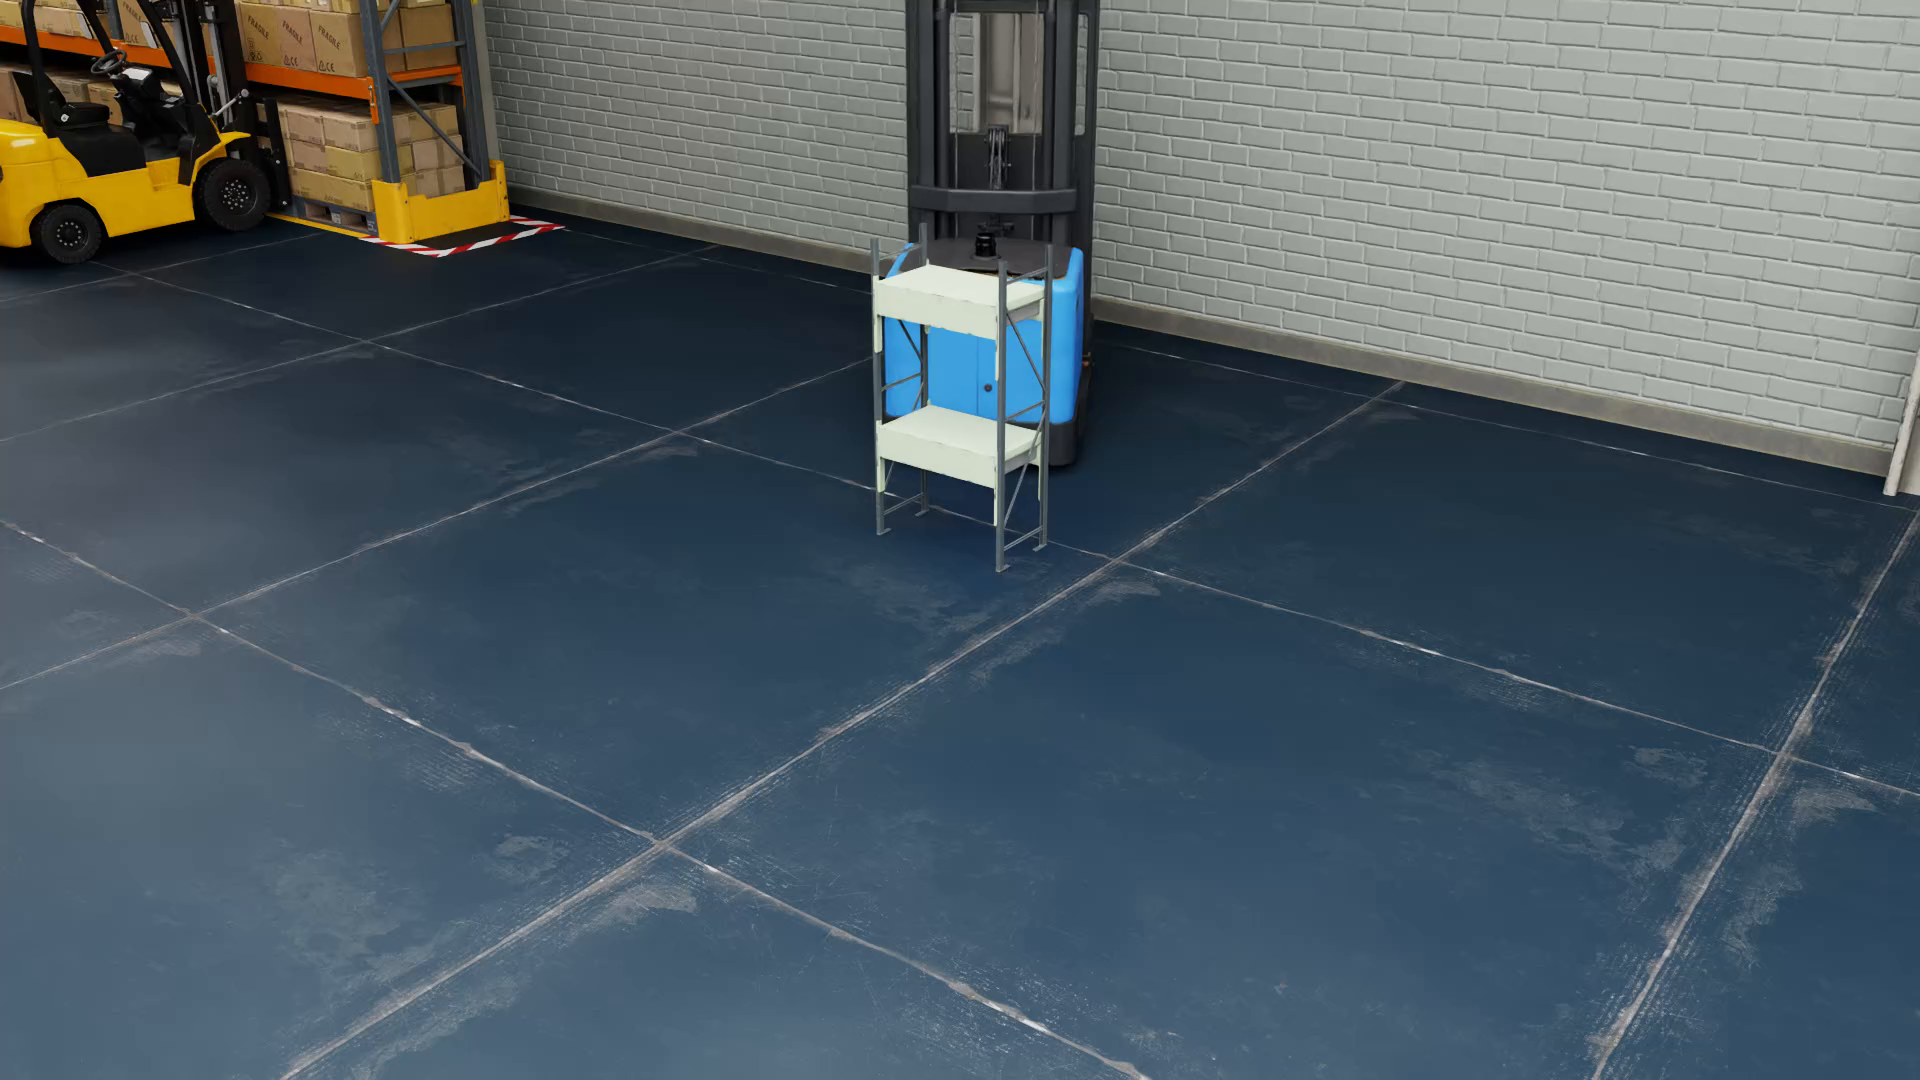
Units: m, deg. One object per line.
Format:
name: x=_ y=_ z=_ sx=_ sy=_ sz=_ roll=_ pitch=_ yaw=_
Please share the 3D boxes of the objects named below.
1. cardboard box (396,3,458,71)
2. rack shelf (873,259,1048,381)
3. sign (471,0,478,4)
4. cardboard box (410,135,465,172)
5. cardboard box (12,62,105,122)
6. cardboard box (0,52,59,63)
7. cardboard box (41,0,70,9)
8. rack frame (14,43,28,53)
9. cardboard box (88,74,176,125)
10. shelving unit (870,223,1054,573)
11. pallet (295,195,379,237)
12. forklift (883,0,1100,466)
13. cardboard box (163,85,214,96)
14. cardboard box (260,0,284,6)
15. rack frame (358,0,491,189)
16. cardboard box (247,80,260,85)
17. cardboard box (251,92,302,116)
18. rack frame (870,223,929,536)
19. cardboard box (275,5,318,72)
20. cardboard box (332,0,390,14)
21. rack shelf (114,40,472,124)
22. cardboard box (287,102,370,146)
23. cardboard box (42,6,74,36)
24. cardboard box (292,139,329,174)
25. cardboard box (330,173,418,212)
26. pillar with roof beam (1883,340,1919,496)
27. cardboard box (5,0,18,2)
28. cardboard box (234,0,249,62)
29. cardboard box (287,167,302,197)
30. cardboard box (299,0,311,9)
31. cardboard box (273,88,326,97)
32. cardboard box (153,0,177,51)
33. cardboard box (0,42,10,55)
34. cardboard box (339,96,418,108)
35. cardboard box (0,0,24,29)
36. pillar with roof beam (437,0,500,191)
cardboard box: x=-4.679 y=-4.317 z=14.204 sx=0.500 sy=0.500 sz=0.500 roll=18 pitch=29 yaw=35
rack shelf: x=0.005 y=-1.042 z=7.787 sx=0.720 sy=0.370 sz=0.431 roll=17 pitch=29 yaw=33
sign: x=-4.111 y=-4.672 z=13.962 sx=0.005 sy=0.325 sz=0.100 roll=17 pitch=29 yaw=33
cardboard box: x=-4.700 y=-3.405 z=14.528 sx=0.500 sy=0.250 sz=0.500 roll=17 pitch=29 yaw=34
cardboard box: x=-9.293 y=-4.629 z=17.459 sx=0.625 sy=0.625 sz=0.875 roll=15 pitch=28 yaw=31
cardboard box: x=-10.359 y=-4.947 z=18.181 sx=0.625 sy=0.625 sz=0.875 roll=18 pitch=29 yaw=35
cardboard box: x=-8.612 y=-5.348 z=16.233 sx=0.500 sy=0.250 sz=0.500 roll=16 pitch=28 yaw=32
rack frame: x=-10.850 y=-5.997 z=18.140 sx=0.127 sy=3.000 sz=1.000 roll=17 pitch=29 yaw=33
cardboard box: x=-8.074 y=-4.257 z=16.617 sx=0.625 sy=0.625 sz=0.875 roll=18 pitch=30 yaw=36
shelving unit: x=0.005 y=-0.685 z=7.944 sx=0.755 sy=1.500 sz=0.431 roll=17 pitch=29 yaw=33
pallet: x=-5.086 y=-2.957 z=14.700 sx=1.213 sy=0.211 sz=1.003 roll=17 pitch=29 yaw=33
forklift: x=0.266 y=-2.302 z=9.839 sx=1.130 sy=2.935 sz=3.031 roll=3 pitch=24 yaw=6
cardboard box: x=-7.047 y=-4.076 z=15.429 sx=0.500 sy=0.250 sz=0.500 roll=17 pitch=29 yaw=33
cardboard box: x=-5.721 y=-4.646 z=14.145 sx=0.250 sy=0.149 sz=0.380 roll=16 pitch=28 yaw=32
rack frame: x=-4.449 y=-4.062 z=13.749 sx=0.127 sy=3.000 sz=1.000 roll=17 pitch=29 yaw=33
cardboard box: x=-6.725 y=-4.246 z=15.817 sx=0.500 sy=0.250 sz=0.500 roll=16 pitch=29 yaw=33
cardboard box: x=-6.227 y=-3.830 z=14.871 sx=0.500 sy=0.250 sz=0.500 roll=16 pitch=28 yaw=32
rack frame: x=-0.288 y=-0.773 z=8.145 sx=0.023 sy=1.500 sz=0.400 roll=17 pitch=29 yaw=33
cardboard box: x=-5.410 y=-4.271 z=14.098 sx=0.500 sy=0.500 sz=0.500 roll=18 pitch=29 yaw=35
cardboard box: x=-4.894 y=-4.398 z=13.583 sx=0.250 sy=0.149 sz=0.380 roll=17 pitch=29 yaw=34
rack shelf: x=-6.049 y=-4.216 z=14.992 sx=4.000 sy=0.370 sz=1.077 roll=17 pitch=29 yaw=33
cardboard box: x=-5.416 y=-3.586 z=14.317 sx=0.500 sy=0.250 sz=0.500 roll=17 pitch=29 yaw=34
cardboard box: x=-8.615 y=-5.118 z=16.331 sx=0.500 sy=0.250 sz=0.500 roll=17 pitch=29 yaw=33
cardboard box: x=-5.421 y=-3.366 z=14.439 sx=0.500 sy=0.250 sz=0.500 roll=16 pitch=29 yaw=33
cardboard box: x=-5.014 y=-3.008 z=14.245 sx=0.500 sy=0.250 sz=0.500 roll=17 pitch=29 yaw=34
pillar with roof beam: x=2.555 y=-2.976 z=3.843 sx=0.400 sy=9.000 sz=9.100 roll=17 pitch=29 yaw=33
cardboard box: x=-9.410 y=-5.601 z=16.809 sx=0.500 sy=0.250 sz=0.500 roll=17 pitch=29 yaw=34
cardboard box: x=-6.229 y=-4.512 z=14.647 sx=0.500 sy=0.500 sz=0.500 roll=17 pitch=29 yaw=34
cardboard box: x=-5.801 y=-3.255 z=14.806 sx=0.500 sy=0.250 sz=0.500 roll=17 pitch=29 yaw=34
cardboard box: x=-5.287 y=-4.533 z=13.889 sx=0.250 sy=0.149 sz=0.380 roll=17 pitch=29 yaw=34
cardboard box: x=-5.921 y=-4.001 z=15.260 sx=0.500 sy=0.250 sz=0.500 roll=16 pitch=28 yaw=32
cardboard box: x=-7.024 y=-4.763 z=15.216 sx=0.500 sy=0.500 sz=0.500 roll=17 pitch=29 yaw=34
cardboard box: x=-11.081 y=-5.568 z=18.943 sx=0.250 sy=0.149 sz=0.380 roll=19 pitch=30 yaw=36
cardboard box: x=-5.122 y=-3.750 z=14.691 sx=0.500 sy=0.250 sz=0.500 roll=17 pitch=29 yaw=33
cardboard box: x=-9.412 y=-5.370 z=16.904 sx=0.500 sy=0.250 sz=0.500 roll=18 pitch=29 yaw=35
pillar with roof beam: x=-7.047 y=-5.878 z=10.429 sx=0.400 sy=9.000 sz=9.100 roll=17 pitch=29 yaw=33
